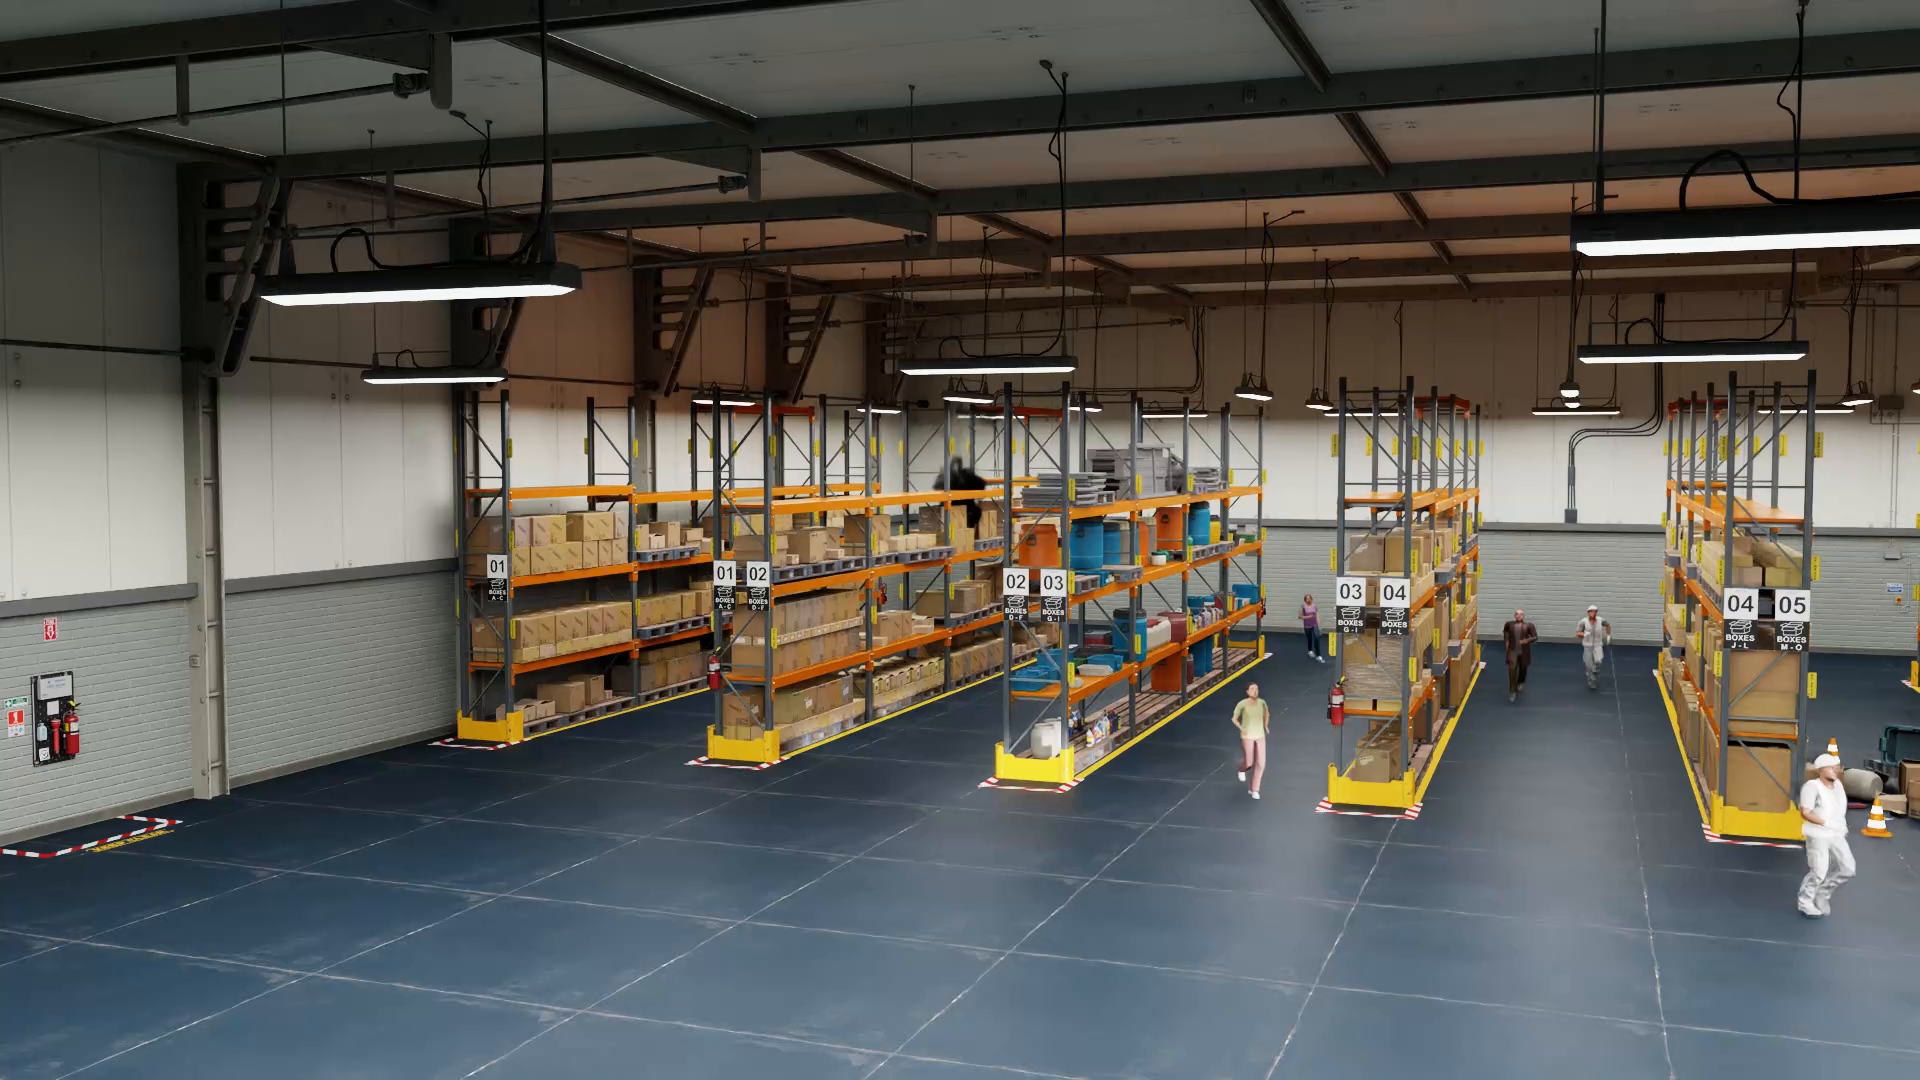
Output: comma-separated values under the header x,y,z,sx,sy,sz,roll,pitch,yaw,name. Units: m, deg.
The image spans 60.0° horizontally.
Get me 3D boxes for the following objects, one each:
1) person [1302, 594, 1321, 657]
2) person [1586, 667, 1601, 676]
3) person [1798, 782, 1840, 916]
x,y,z,sx,sy,sz,roll,pitch,yaw,name
8.235,2.000,39.294,0.518,1.474,0.723,0,3,-3,person
13.109,2.698,34.419,0.235,0.282,0.552,1,3,14,person
9.181,3.209,17.710,0.674,1.340,0.380,-1,3,-21,person
